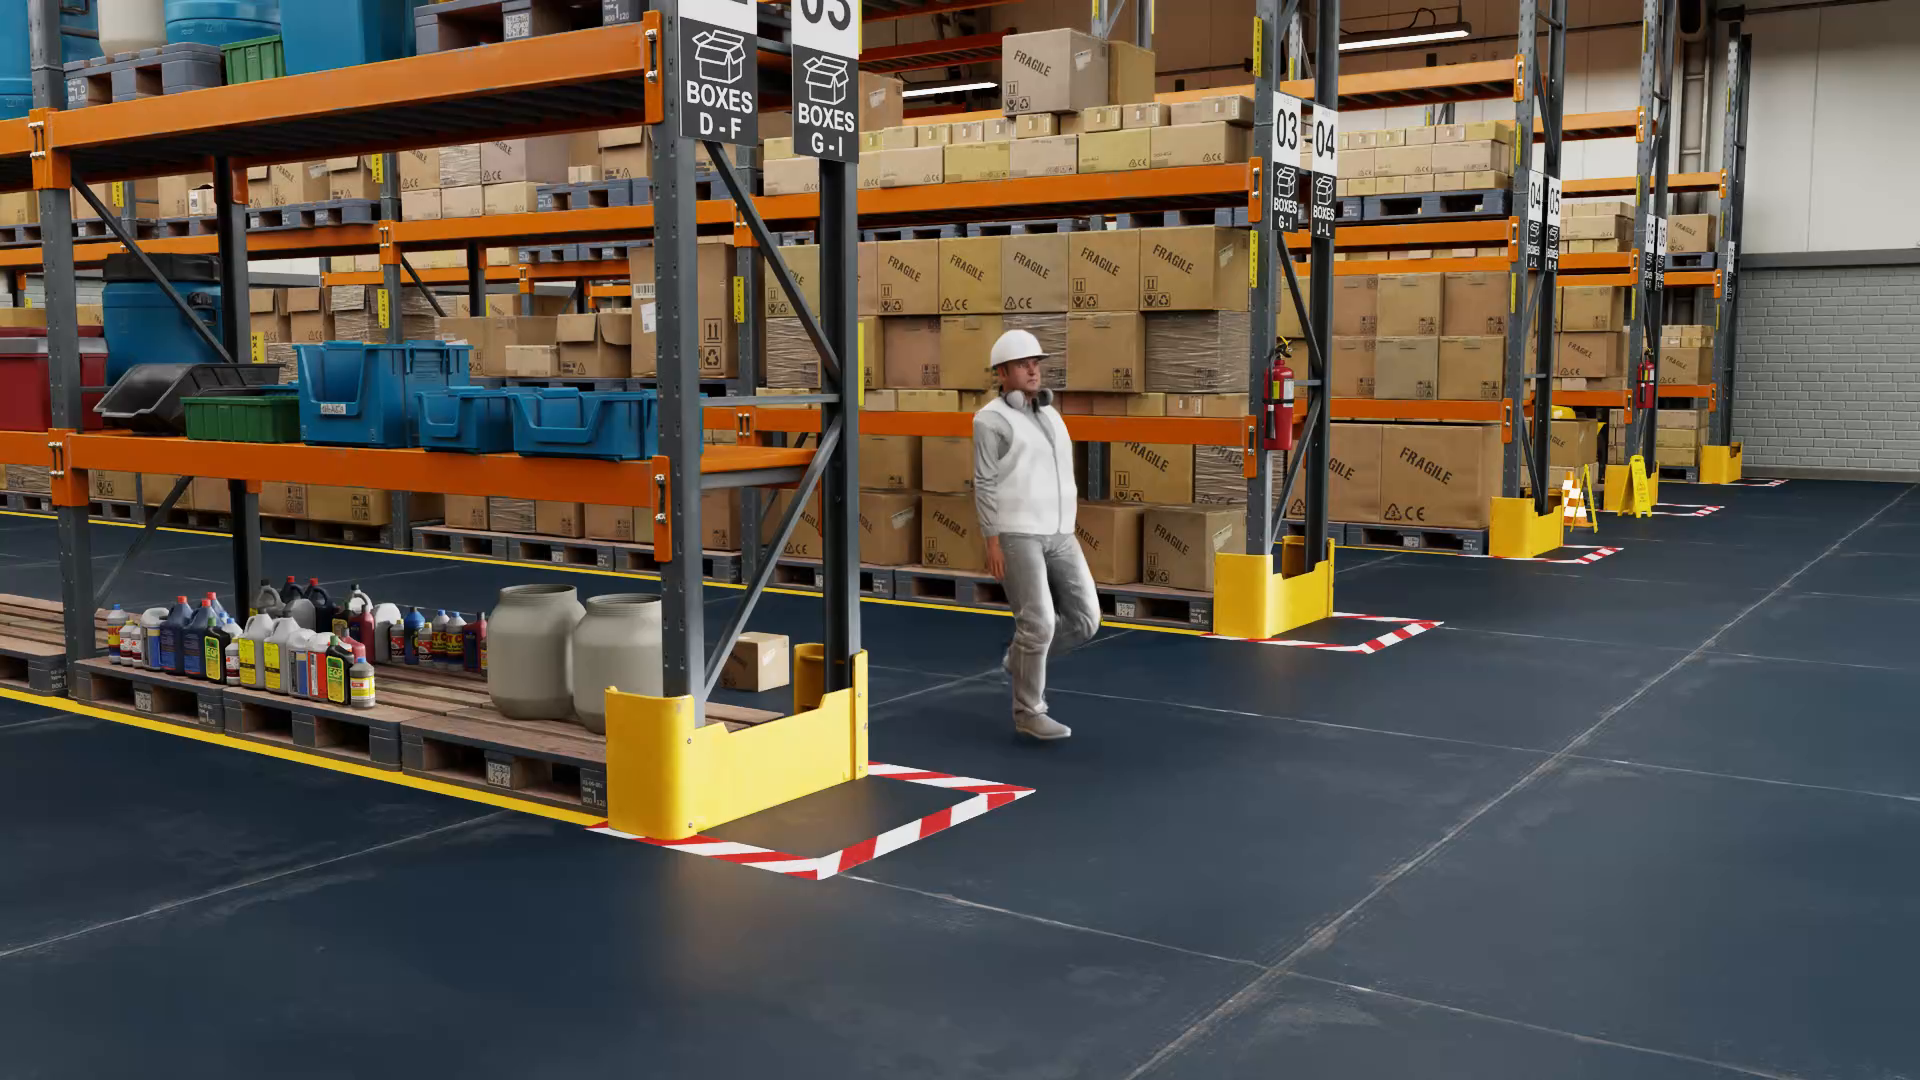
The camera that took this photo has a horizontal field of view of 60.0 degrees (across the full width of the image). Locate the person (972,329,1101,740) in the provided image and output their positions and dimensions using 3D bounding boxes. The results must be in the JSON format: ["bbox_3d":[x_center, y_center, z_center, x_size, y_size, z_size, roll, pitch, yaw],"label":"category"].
[{"bbox_3d":[0.299,-0.031,7.228,0.536,1.756,0.563,6,9,43],"label":"person"}]
